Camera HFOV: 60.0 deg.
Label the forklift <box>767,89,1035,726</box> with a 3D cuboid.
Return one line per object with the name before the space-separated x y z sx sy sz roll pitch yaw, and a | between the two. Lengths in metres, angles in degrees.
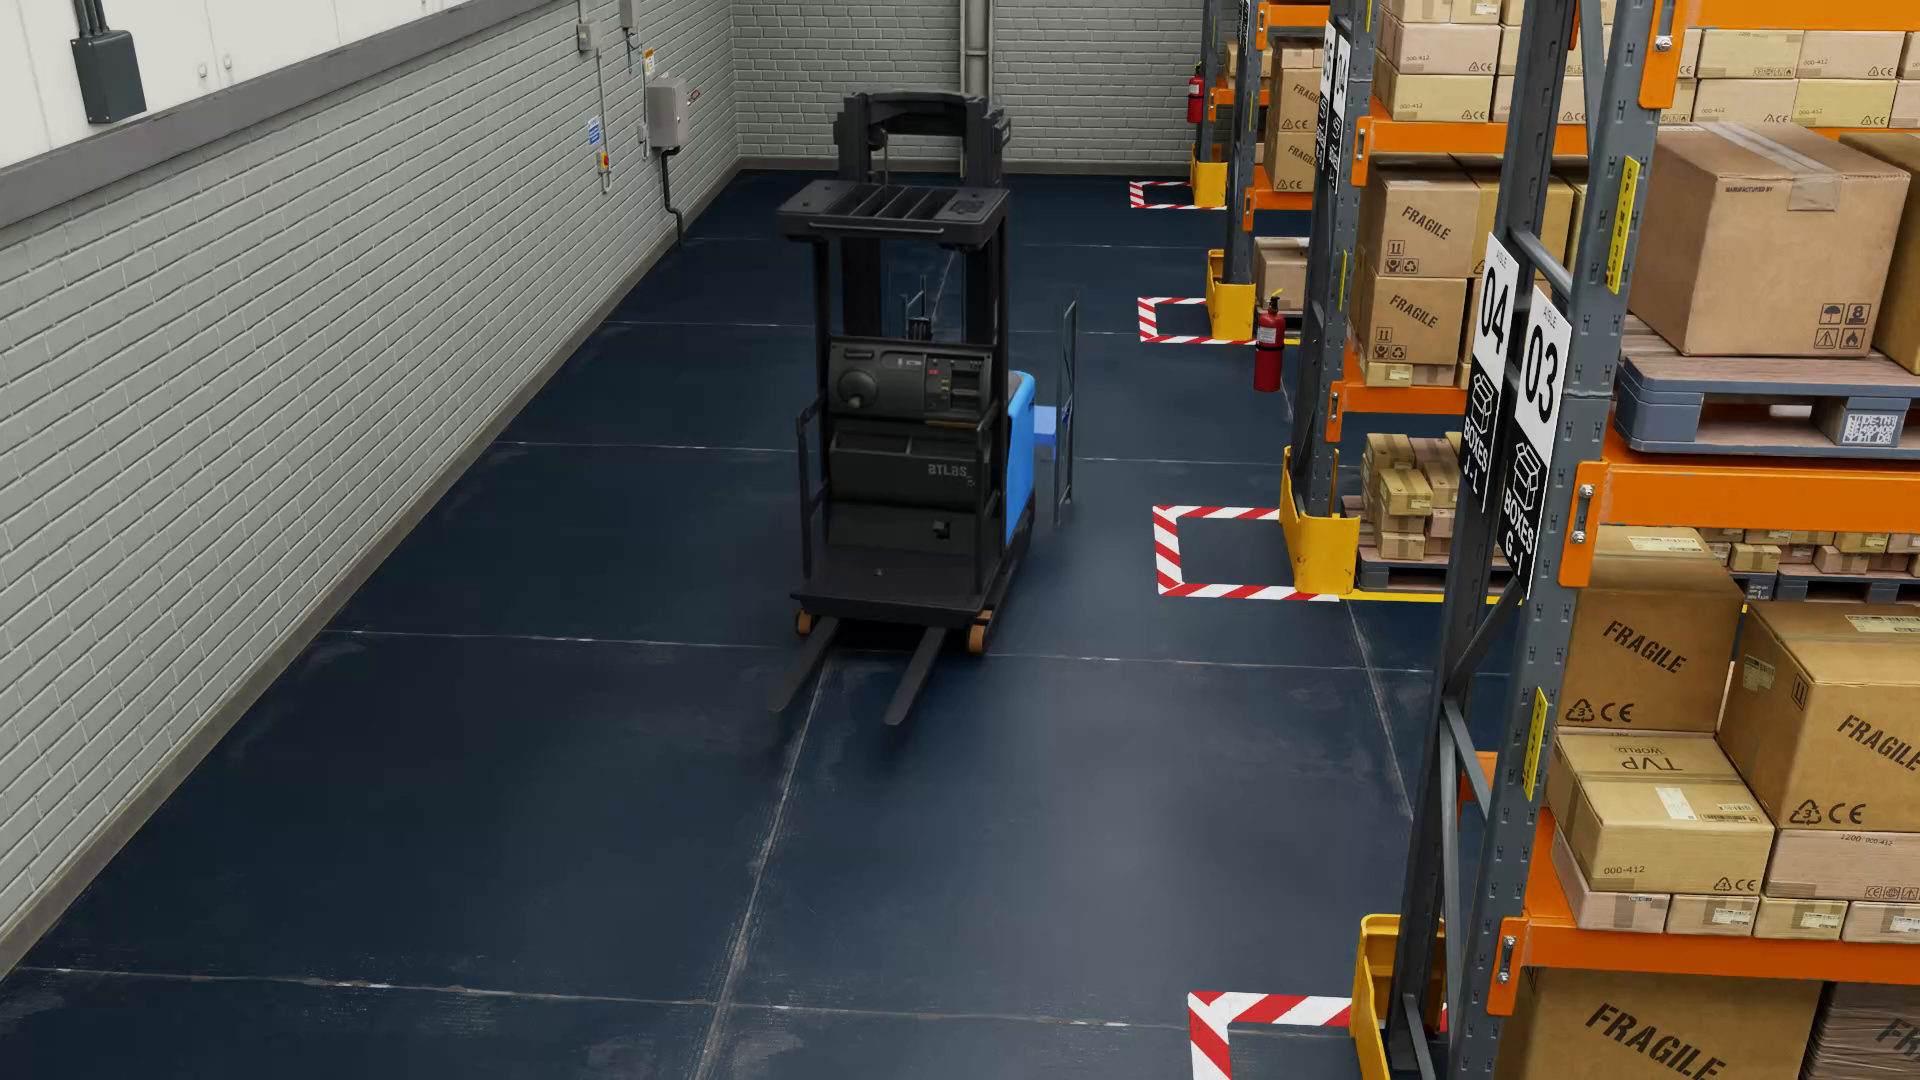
forklift | -0.323 -0.860 9.112 1.130 2.935 3.031 5 25 11

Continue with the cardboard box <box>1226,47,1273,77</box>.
cardboard box | 3.259 -5.356 18.626 0.500 0.250 0.500 2 25 4

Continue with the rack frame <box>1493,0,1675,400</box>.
rack frame | 1.692 -1.942 4.205 0.127 3.000 1.000 2 25 4

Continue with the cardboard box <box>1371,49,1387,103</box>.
cardboard box | 2.646 -2.671 9.557 0.500 0.250 0.500 1 25 3

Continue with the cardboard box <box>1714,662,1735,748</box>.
cardboard box | 2.701 0.638 5.599 0.500 0.250 0.500 1 25 3

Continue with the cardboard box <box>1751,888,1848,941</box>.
cardboard box | 2.532 1.062 5.154 0.250 0.149 0.380 1 25 3

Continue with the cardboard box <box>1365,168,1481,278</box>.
cardboard box | 2.600 -1.791 9.381 0.500 0.500 0.500 2 25 4

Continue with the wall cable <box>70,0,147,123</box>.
wall cable | -3.682 -5.021 7.048 0.120 5.999 2.277 2 25 4

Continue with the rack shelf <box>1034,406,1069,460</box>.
rack shelf | 0.197 -0.755 11.027 1.000 0.185 0.538 6 25 13

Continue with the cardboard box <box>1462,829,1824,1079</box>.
cardboard box | 2.336 1.545 5.844 0.875 0.875 0.875 2 25 4

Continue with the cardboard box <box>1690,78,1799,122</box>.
cardboard box | 4.154 -2.404 8.976 0.500 0.250 0.500 2 25 4

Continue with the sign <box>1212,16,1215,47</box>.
sign | 2.786 -5.583 18.259 0.005 0.325 0.100 2 25 4

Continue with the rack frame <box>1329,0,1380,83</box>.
rack frame | 2.173 -4.006 8.691 0.127 3.000 1.000 2 25 4

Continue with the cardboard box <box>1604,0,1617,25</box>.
cardboard box | 3.503 -2.851 8.874 0.250 0.149 0.380 3 25 6

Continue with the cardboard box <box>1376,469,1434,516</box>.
cardboard box | 2.669 -0.288 9.985 0.250 0.149 0.380 1 25 2

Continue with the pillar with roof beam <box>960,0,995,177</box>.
pillar with roof beam | -0.122 -6.809 14.782 0.400 9.000 9.100 2 25 4

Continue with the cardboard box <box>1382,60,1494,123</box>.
cardboard box | 2.601 -2.454 9.087 0.500 0.250 0.500 3 25 6

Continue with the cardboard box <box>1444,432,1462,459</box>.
cardboard box | 3.234 -0.548 10.549 0.250 0.149 0.380 1 25 3

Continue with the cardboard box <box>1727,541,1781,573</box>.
cardboard box | 4.712 0.048 9.966 0.250 0.149 0.380 2 25 4

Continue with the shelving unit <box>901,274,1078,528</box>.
shelving unit | 0.197 -0.918 10.951 1.048 1.500 0.538 6 25 13

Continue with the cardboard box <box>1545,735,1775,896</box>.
cardboard box | 2.150 0.844 5.151 0.500 0.250 0.500 1 25 3

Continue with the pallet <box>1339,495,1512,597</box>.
pallet | 3.056 0.029 10.434 1.213 0.211 1.003 2 25 4

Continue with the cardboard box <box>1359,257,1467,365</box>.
cardboard box | 2.599 -1.332 9.580 0.500 0.500 0.500 3 25 6

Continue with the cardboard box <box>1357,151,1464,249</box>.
cardboard box | 2.648 -2.005 9.846 0.500 0.500 0.500 1 25 3

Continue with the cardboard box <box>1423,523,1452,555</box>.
cardboard box | 2.938 -0.052 10.183 0.250 0.149 0.380 2 25 4

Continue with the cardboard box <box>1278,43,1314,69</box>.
cardboard box | 2.784 -4.015 13.795 0.250 0.149 0.380 2 25 5

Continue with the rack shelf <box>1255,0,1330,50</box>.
rack shelf | 4.445 -4.319 13.820 4.000 0.370 1.077 2 25 4

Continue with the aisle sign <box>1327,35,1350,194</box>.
aisle sign | 2.077 -2.339 9.135 0.004 0.787 0.394 2 25 4

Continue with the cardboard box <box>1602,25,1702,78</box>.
cardboard box | 3.614 -2.643 8.898 0.500 0.250 0.500 2 25 5

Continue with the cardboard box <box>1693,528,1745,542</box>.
cardboard box | 4.520 -0.132 10.000 0.250 0.149 0.380 1 25 1

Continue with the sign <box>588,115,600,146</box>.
sign | -3.238 -3.622 14.711 0.001 0.218 0.327 2 25 4

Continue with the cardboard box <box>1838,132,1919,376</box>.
cardboard box | 2.767 -0.798 4.567 0.500 0.500 0.700 1 25 2

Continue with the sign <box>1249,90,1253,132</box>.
sign | 2.402 -3.545 13.736 0.005 0.325 0.100 2 25 4

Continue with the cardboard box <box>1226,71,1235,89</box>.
cardboard box | 3.134 -5.177 18.713 0.250 0.149 0.380 2 25 4

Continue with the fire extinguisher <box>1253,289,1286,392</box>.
fire extinguisher | 1.957 -1.277 10.475 0.183 0.674 0.296 2 25 4

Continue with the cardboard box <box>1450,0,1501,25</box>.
cardboard box | 2.731 -2.863 8.899 0.250 0.149 0.380 3 25 6

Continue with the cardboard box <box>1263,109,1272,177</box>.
cardboard box | 2.952 -3.487 14.621 0.500 0.500 0.500 2 25 4

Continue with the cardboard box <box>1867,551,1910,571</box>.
cardboard box | 5.491 0.038 9.988 0.250 0.149 0.380 3 25 5

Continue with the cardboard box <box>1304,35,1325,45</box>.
cardboard box | 3.079 -4.215 14.231 0.250 0.149 0.380 2 25 5

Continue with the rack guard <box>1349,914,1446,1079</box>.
rack guard | 1.668 1.918 5.984 0.348 0.500 1.175 2 25 4

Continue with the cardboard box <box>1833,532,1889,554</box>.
cardboard box | 5.283 -0.066 9.857 0.250 0.149 0.380 1 25 2

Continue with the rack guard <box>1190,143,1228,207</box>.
rack guard | 2.903 -4.278 19.449 0.348 0.500 1.175 2 25 4

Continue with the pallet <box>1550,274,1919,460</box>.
pallet | 2.433 -0.520 4.809 1.213 0.211 1.003 2 25 4

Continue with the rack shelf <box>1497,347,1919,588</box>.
rack shelf | 3.686 -0.189 4.844 4.000 0.370 1.077 2 25 4

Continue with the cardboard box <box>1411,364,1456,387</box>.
cardboard box | 2.728 -1.029 9.698 0.250 0.149 0.380 3 25 6

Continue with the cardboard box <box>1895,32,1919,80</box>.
cardboard box | 5.163 -2.605 8.815 0.500 0.250 0.500 1 25 2

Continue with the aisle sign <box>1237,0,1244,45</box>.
aisle sign | 2.403 -4.660 14.178 0.004 0.787 0.394 2 25 4

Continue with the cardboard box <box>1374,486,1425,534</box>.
cardboard box | 2.675 -0.188 10.122 0.250 0.149 0.380 3 25 6
